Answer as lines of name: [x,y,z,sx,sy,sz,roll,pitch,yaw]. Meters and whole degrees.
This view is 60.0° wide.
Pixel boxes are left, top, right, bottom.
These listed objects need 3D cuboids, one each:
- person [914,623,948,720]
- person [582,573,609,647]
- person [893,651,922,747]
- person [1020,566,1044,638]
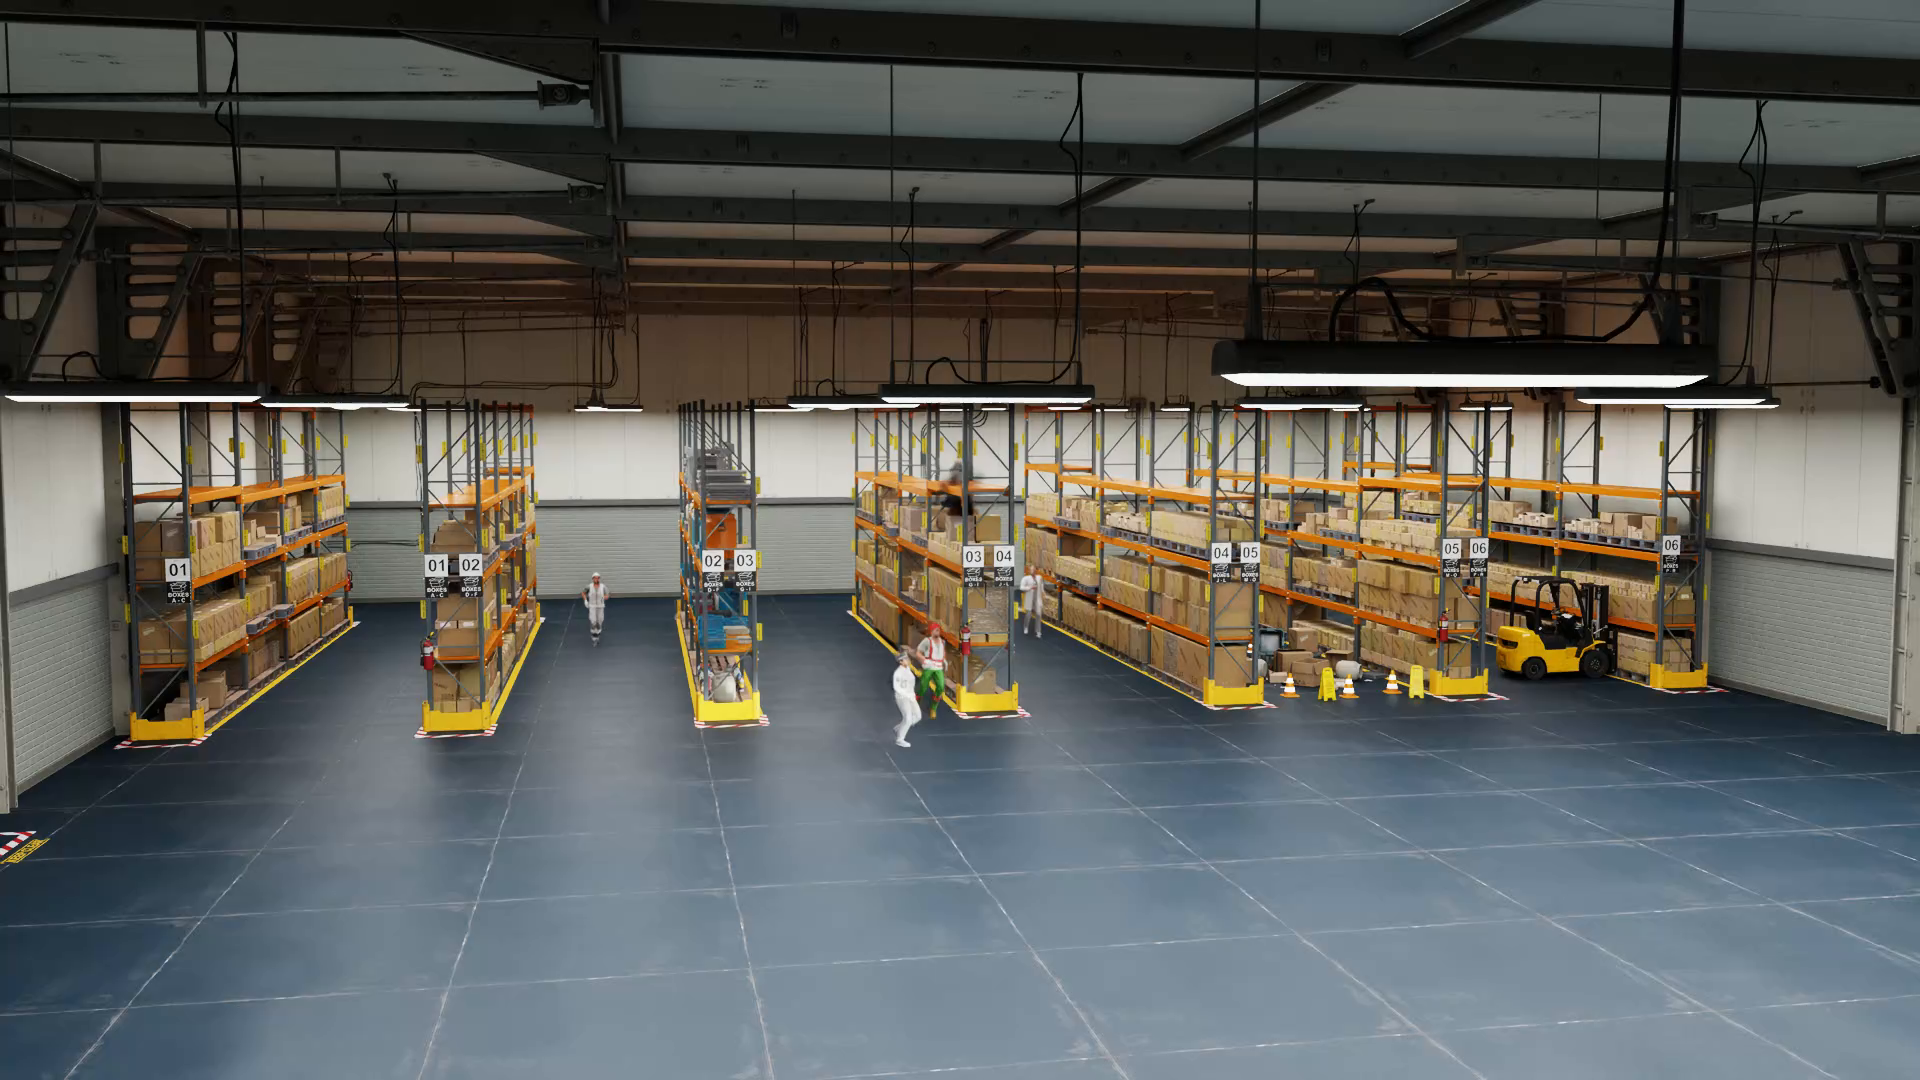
person: [-0.516,2.468,31.553,0.715,1.799,0.700,-2,5,-27]
person: [-9.024,1.732,41.277,0.640,1.843,0.685,-2,5,-20]
person: [-0.911,2.735,28.718,0.454,1.662,0.626,2,5,24]
person: [1.859,1.584,42.961,0.722,1.843,0.889,-1,4,-16]
